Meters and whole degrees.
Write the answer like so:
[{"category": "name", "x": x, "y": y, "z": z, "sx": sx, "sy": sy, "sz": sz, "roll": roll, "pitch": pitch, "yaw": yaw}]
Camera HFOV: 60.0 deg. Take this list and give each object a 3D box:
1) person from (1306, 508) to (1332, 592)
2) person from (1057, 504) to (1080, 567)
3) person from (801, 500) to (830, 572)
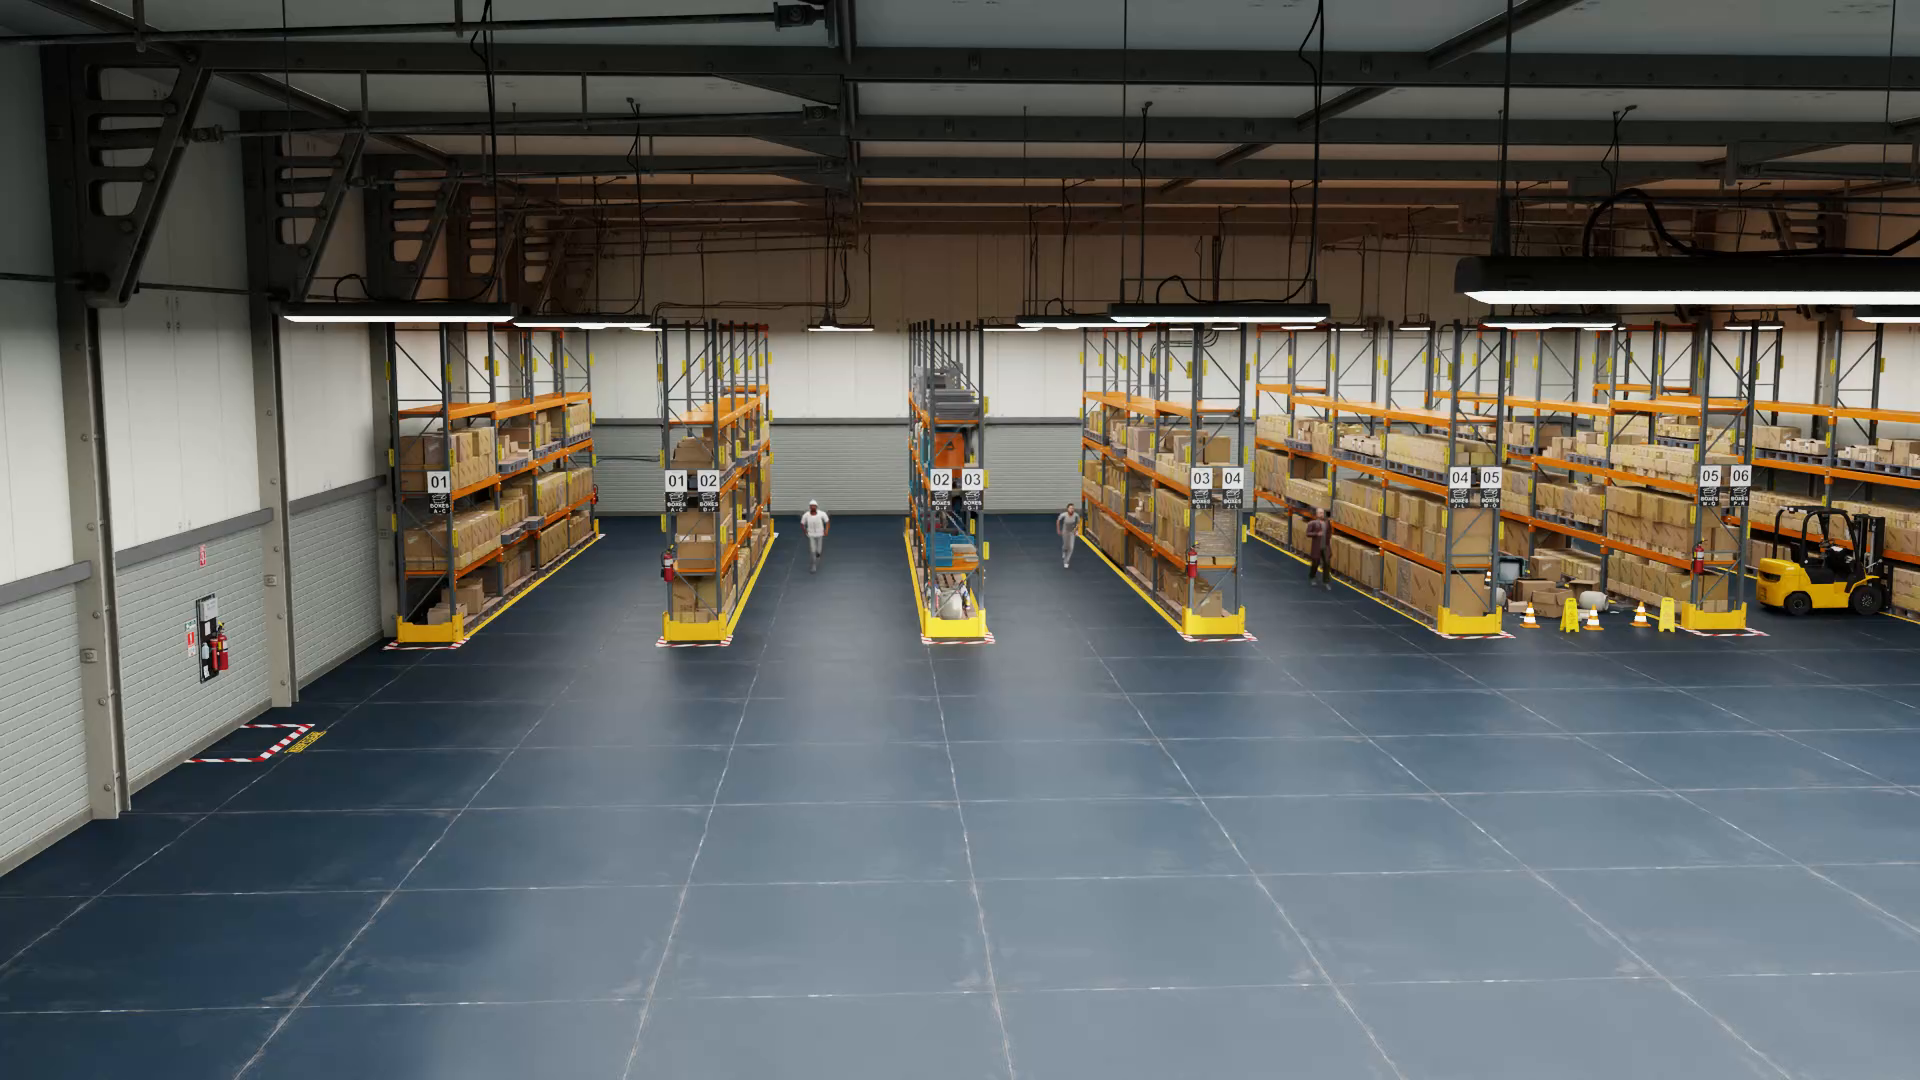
[{"category": "person", "x": 8.111, "y": 0.197, "z": 37.508, "sx": 0.697, "sy": 1.828, "sz": 0.916, "roll": -1, "pitch": 7, "yaw": -9}, {"category": "person", "x": 2.682, "y": -0.125, "z": 41.121, "sx": 0.554, "sy": 1.600, "sz": 0.703, "roll": -1, "pitch": 7, "yaw": -12}, {"category": "person", "x": -3.513, "y": -0.109, "z": 40.355, "sx": 0.704, "sy": 1.739, "sz": 0.657, "roll": 0, "pitch": 7, "yaw": -3}]
